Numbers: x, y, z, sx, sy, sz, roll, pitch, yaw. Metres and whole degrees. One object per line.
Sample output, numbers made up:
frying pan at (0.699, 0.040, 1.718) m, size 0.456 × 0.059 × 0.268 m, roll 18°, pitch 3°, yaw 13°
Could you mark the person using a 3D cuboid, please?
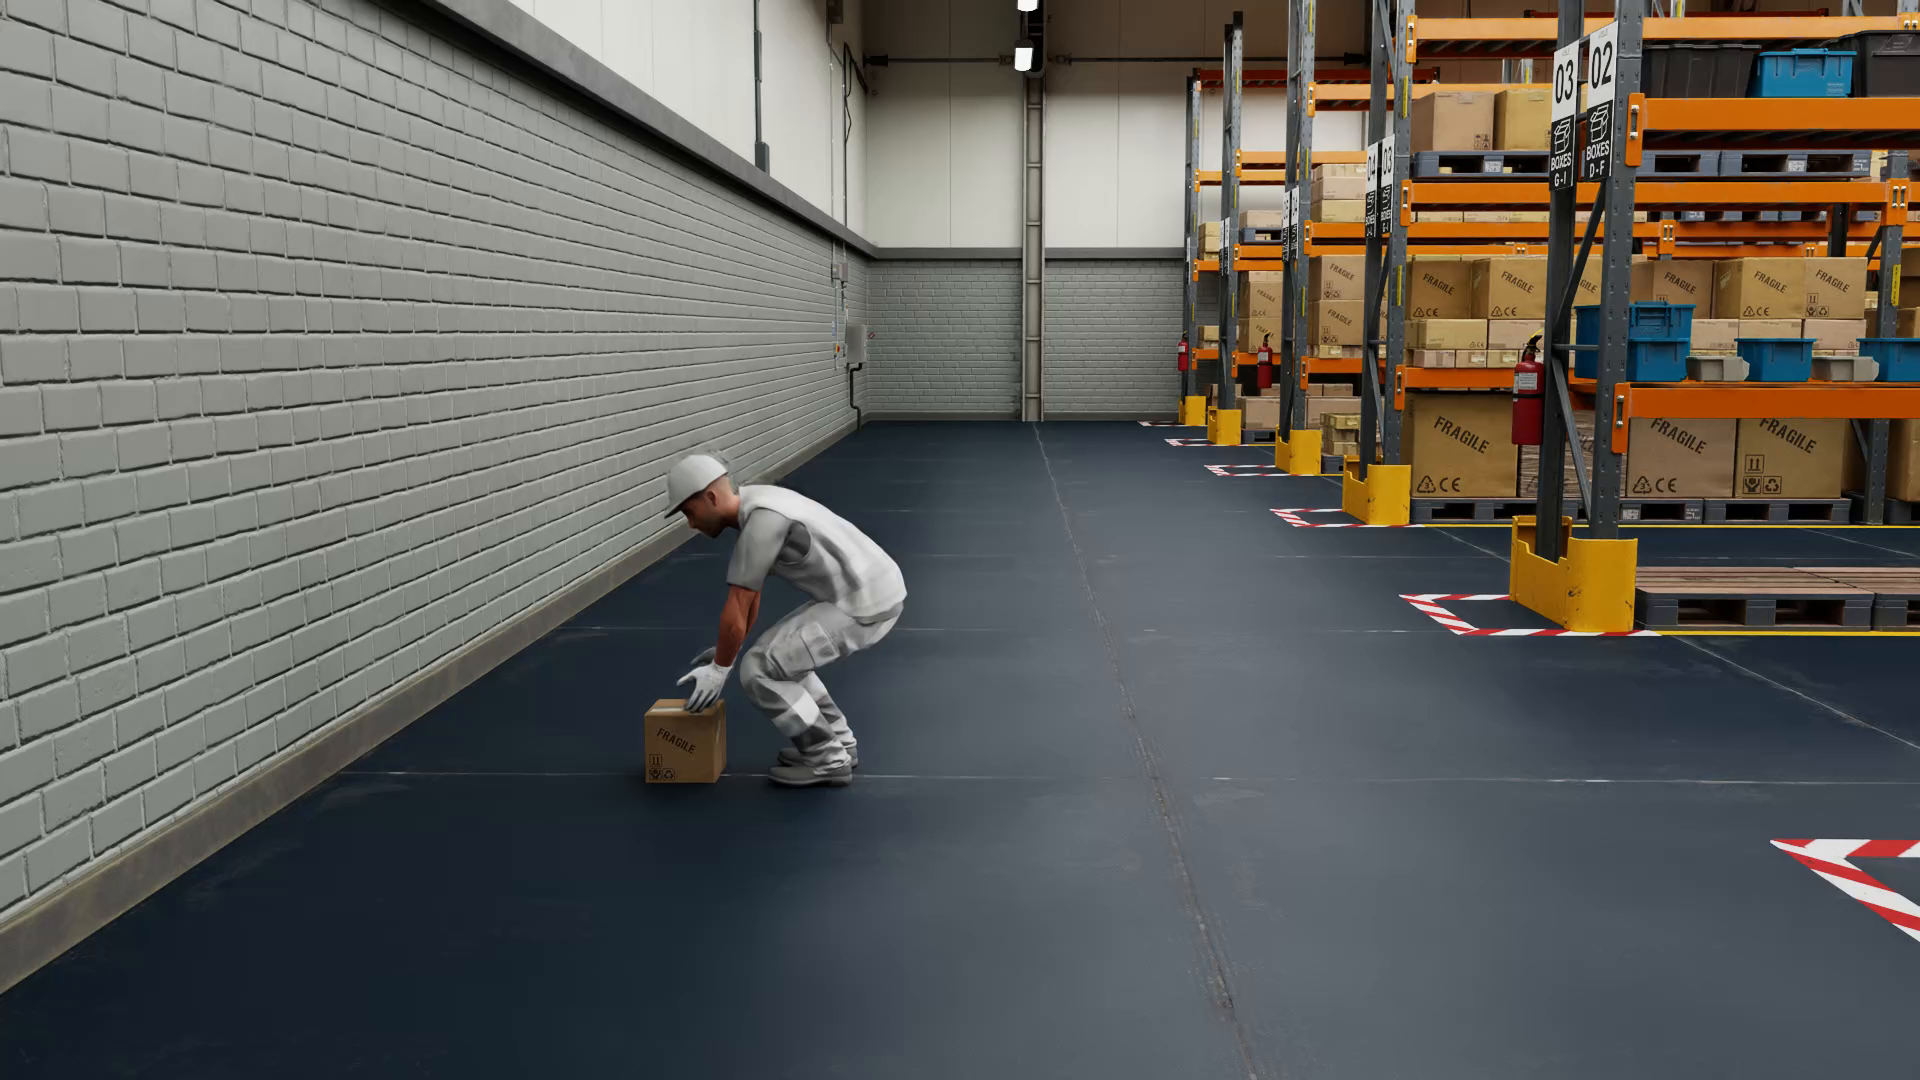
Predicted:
person at (-0.616, 0.279, 5.930) m, size 0.852 × 1.172 × 0.585 m, roll 0°, pitch 7°, yaw 1°
